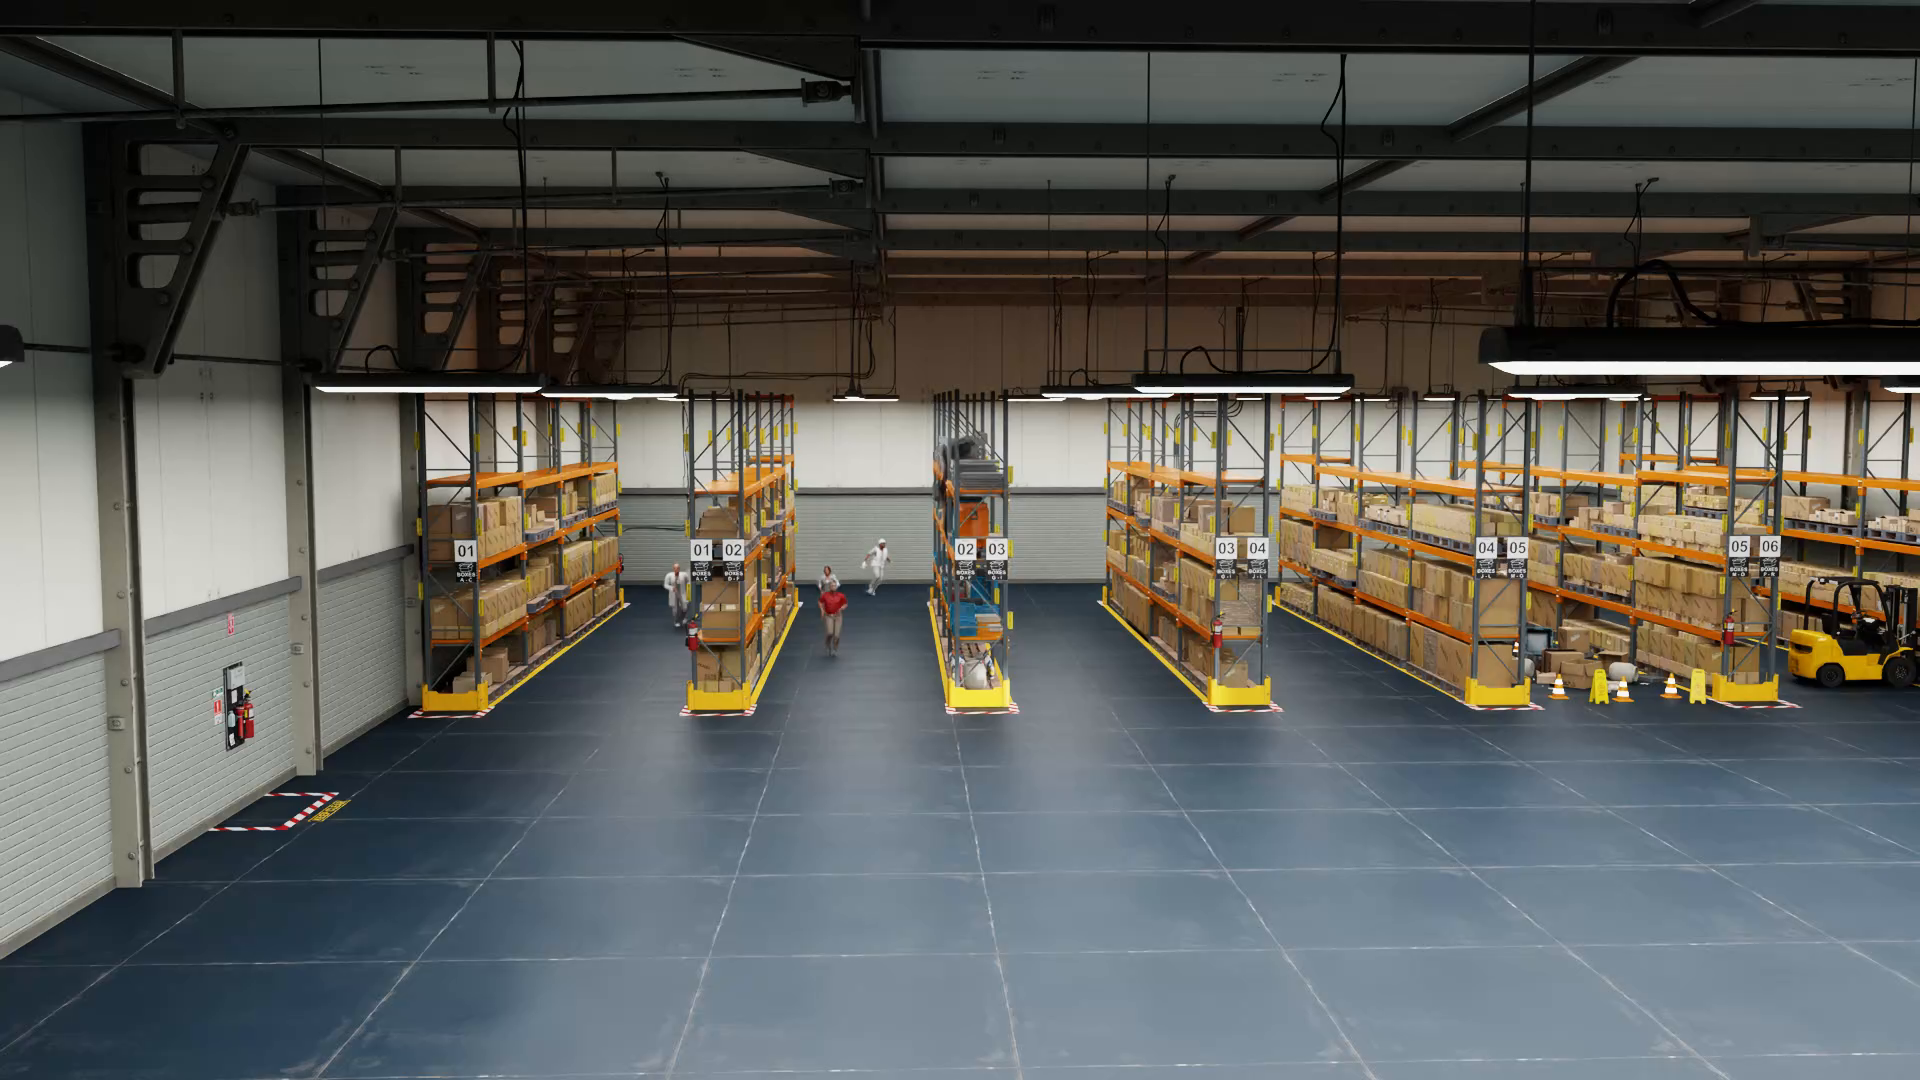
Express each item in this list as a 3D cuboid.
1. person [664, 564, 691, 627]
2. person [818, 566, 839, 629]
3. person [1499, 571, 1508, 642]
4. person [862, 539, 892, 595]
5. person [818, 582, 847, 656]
[{"bbox_3d":[-7.212,1.425,42.515,0.704,1.666,0.861,-1,5,-12],"label":"person"},{"bbox_3d":[-3.365,1.451,42.716,0.540,1.607,0.733,0,5,-1],"label":"person"},{"bbox_3d":[13.030,1.615,39.986,0.654,1.725,0.757,-2,5,-20],"label":"person"},{"bbox_3d":[-2.428,0.823,50.041,0.907,1.697,0.636,-5,7,-45],"label":"person"},{"bbox_3d":[-2.874,1.790,37.736,0.648,1.690,0.648,-1,5,-9],"label":"person"}]
